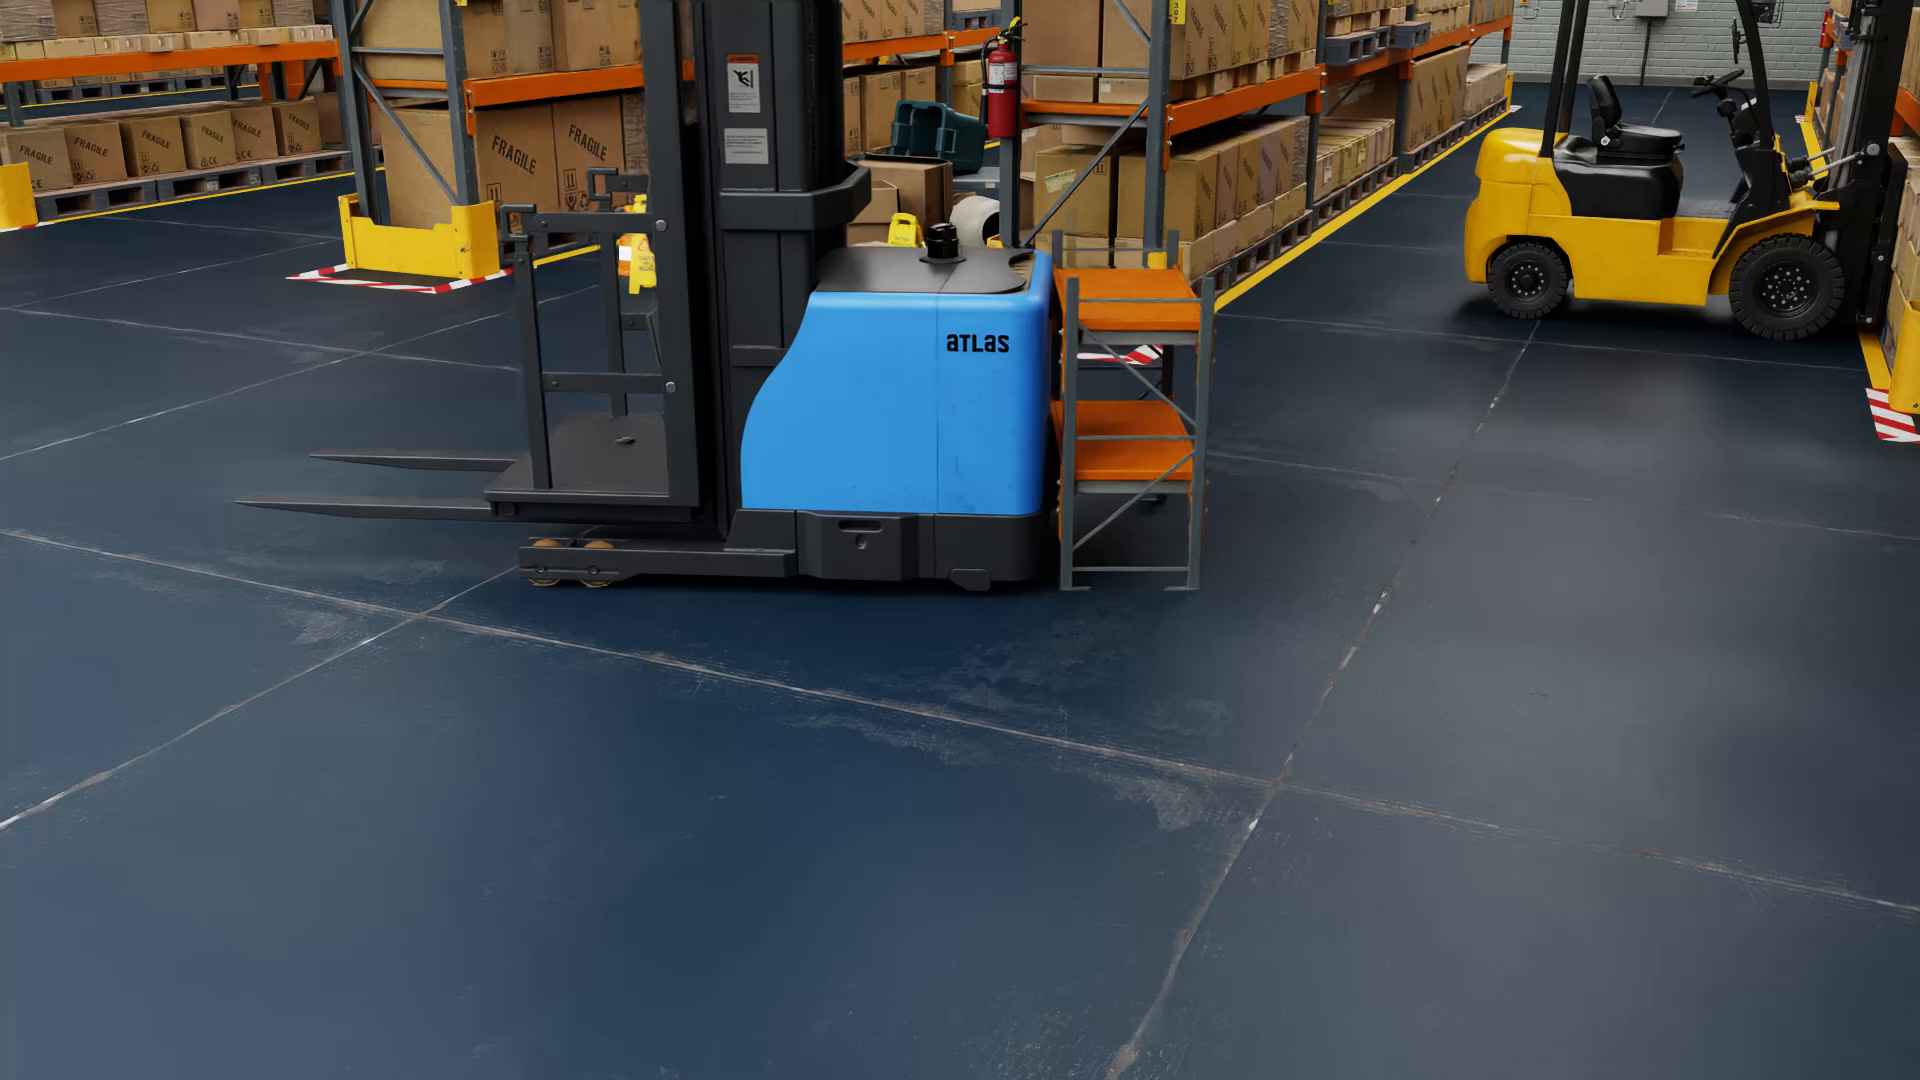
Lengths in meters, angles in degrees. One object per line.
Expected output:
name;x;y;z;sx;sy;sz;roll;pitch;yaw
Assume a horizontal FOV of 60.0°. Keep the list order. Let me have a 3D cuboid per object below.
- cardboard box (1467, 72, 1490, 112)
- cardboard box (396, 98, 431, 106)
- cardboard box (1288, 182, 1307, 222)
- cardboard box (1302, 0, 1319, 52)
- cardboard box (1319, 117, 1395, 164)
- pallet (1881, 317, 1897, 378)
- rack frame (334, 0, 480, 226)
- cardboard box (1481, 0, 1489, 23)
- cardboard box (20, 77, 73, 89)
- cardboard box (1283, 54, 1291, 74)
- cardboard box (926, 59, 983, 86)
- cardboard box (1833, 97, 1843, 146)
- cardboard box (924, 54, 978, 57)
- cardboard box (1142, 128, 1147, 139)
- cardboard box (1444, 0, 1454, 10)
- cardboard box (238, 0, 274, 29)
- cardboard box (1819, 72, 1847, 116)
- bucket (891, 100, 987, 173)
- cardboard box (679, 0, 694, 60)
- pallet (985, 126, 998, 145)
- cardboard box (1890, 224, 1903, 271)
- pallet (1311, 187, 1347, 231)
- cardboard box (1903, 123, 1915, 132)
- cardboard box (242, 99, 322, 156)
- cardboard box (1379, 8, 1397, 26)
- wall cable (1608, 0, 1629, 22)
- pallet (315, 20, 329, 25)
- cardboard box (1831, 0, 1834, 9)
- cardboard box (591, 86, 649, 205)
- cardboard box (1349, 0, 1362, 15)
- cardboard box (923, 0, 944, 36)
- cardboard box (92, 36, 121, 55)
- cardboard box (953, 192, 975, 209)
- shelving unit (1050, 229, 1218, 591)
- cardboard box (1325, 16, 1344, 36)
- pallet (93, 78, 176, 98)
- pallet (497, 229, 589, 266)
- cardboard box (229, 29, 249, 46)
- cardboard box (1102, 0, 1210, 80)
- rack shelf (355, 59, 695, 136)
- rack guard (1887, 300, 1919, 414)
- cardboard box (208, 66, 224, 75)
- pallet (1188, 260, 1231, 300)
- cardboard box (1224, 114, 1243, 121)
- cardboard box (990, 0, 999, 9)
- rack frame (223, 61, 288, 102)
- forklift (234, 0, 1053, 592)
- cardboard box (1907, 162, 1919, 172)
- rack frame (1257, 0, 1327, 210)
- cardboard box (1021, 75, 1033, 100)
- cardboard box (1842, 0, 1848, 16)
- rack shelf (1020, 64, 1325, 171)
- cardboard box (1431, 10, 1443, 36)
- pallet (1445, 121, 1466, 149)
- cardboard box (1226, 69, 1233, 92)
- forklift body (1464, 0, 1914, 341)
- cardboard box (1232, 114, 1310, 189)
cardboard box;6.351;-5.823;21.562;0.875;0.438;0.875;8;21;21
cardboard box;-6.203;-4.653;18.149;0.700;0.500;0.500;8;21;22
cardboard box;2.357;-2.620;12.837;0.500;0.250;0.500;10;22;25
cardboard box;2.399;-3.953;12.514;0.500;0.500;0.500;8;21;21
cardboard box;3.752;-3.947;16.385;0.950;0.372;0.625;7;21;19
pallet;5.521;-0.959;8.849;1.003;0.211;1.213;9;21;23
rack frame;-3.841;-3.361;11.443;1.000;3.000;0.127;9;21;23
cardboard box;6.271;-6.689;20.651;0.500;0.500;0.500;9;21;23
cardboard box;-13.638;-7.008;24.771;0.500;0.500;0.500;10;22;25
cardboard box;2.227;-3.531;12.295;0.380;0.149;0.250;9;21;23
cardboard box;-0.062;-5.358;19.042;0.500;0.250;0.500;8;21;20
cardboard box;9.339;-4.288;17.154;0.500;0.500;0.500;8;21;21
cardboard box;-0.105;-5.734;20.100;0.500;0.250;0.500;9;22;24
cardboard box;1.111;-2.833;11.347;0.380;0.149;0.250;10;22;25
cardboard box;5.073;-5.906;18.077;0.500;0.250;0.500;9;21;24
cardboard box;-7.164;-5.205;16.036;0.875;0.500;0.500;9;21;23
cardboard box;11.076;-5.514;20.601;0.700;0.500;0.500;10;22;25
bucket;-0.156;-3.400;14.169;0.726;0.611;0.620;18;16;41
cardboard box;-2.548;-4.369;14.053;0.875;0.550;0.550;9;21;23
pallet;-0.244;-4.731;19.458;1.003;0.211;1.213;9;21;23
cardboard box;5.568;-1.675;9.432;0.500;0.250;0.500;8;21;21
pallet;2.672;-2.860;14.195;1.003;0.211;1.213;9;21;23
cardboard box;7.718;-2.962;13.238;0.875;0.625;0.625;8;21;20
cardboard box;-6.887;-4.199;16.902;0.500;0.500;0.500;8;21;21
cardboard box;3.756;-4.768;15.148;0.380;0.149;0.250;9;21;24
wall cable;10.854;-9.618;27.522;0.588;1.984;0.122;9;21;23
pallet;-6.241;-5.419;17.515;1.003;0.211;1.213;9;21;23
cardboard box;11.160;-6.737;20.717;0.500;0.250;0.500;9;21;23
cardboard box;-2.890;-3.322;13.877;0.875;0.875;0.875;9;21;23
cardboard box;3.012;-4.578;13.644;0.500;0.500;0.500;9;21;23
cardboard box;-0.505;-5.679;17.812;0.500;0.500;0.500;9;21;23
cardboard box;-7.562;-4.311;14.490;0.380;0.149;0.250;9;21;23
cardboard box;0.062;-2.693;13.644;0.258;0.266;0.396;-5;20;-15
shelving unit;0.611;-0.523;6.260;0.538;1.125;1.048;0;20;0
cardboard box;2.869;-4.141;13.383;0.380;0.149;0.250;9;21;23
pallet;-13.244;-7.159;26.285;1.003;0.211;1.213;9;21;23
pallet;-3.585;-2.302;12.628;1.003;0.211;1.213;9;21;23
cardboard box;-6.998;-4.777;15.801;0.380;0.149;0.250;9;21;23
cardboard box;1.163;-3.007;9.854;0.500;0.500;0.500;8;21;22
rack shelf;-3.022;-3.633;13.283;1.077;0.370;4.000;9;21;23
rack guard;5.236;-0.848;8.106;1.175;0.500;0.348;9;21;23
cardboard box;-12.388;-7.941;27.394;0.500;0.500;0.500;8;21;22
pallet;1.112;-1.666;10.837;1.003;0.211;1.213;9;21;23
cardboard box;1.866;-3.048;12.920;0.500;0.500;0.500;10;22;25
cardboard box;0.238;-6.324;19.523;0.380;0.149;0.250;9;22;24
rack frame;-9.568;-7.198;22.231;1.000;3.000;0.127;9;21;23
forklift;-1.175;-1.382;5.981;3.031;2.935;1.130;2;20;5
cardboard box;5.766;-2.056;9.758;0.500;0.250;0.500;8;21;22
rack frame;2.354;-3.935;13.058;1.000;3.000;0.127;9;21;23
cardboard box;0.575;-5.476;20.493;0.500;0.500;0.500;8;21;22
cardboard box;9.546;-5.671;17.161;0.700;0.500;0.500;9;21;23
rack shelf;1.535;-2.985;11.460;1.077;0.370;4.000;9;21;23
cardboard box;4.836;-5.522;17.742;0.500;0.250;0.500;9;22;24
pallet;5.383;-4.821;19.710;1.003;0.211;1.213;9;21;23
cardboard box;1.538;-2.974;10.729;0.380;0.149;0.250;9;22;24
forklift body;4.358;-2.463;10.184;2.313;2.155;1.214;9;21;23
cardboard box;2.357;-2.973;12.711;0.500;0.500;0.500;8;21;22
